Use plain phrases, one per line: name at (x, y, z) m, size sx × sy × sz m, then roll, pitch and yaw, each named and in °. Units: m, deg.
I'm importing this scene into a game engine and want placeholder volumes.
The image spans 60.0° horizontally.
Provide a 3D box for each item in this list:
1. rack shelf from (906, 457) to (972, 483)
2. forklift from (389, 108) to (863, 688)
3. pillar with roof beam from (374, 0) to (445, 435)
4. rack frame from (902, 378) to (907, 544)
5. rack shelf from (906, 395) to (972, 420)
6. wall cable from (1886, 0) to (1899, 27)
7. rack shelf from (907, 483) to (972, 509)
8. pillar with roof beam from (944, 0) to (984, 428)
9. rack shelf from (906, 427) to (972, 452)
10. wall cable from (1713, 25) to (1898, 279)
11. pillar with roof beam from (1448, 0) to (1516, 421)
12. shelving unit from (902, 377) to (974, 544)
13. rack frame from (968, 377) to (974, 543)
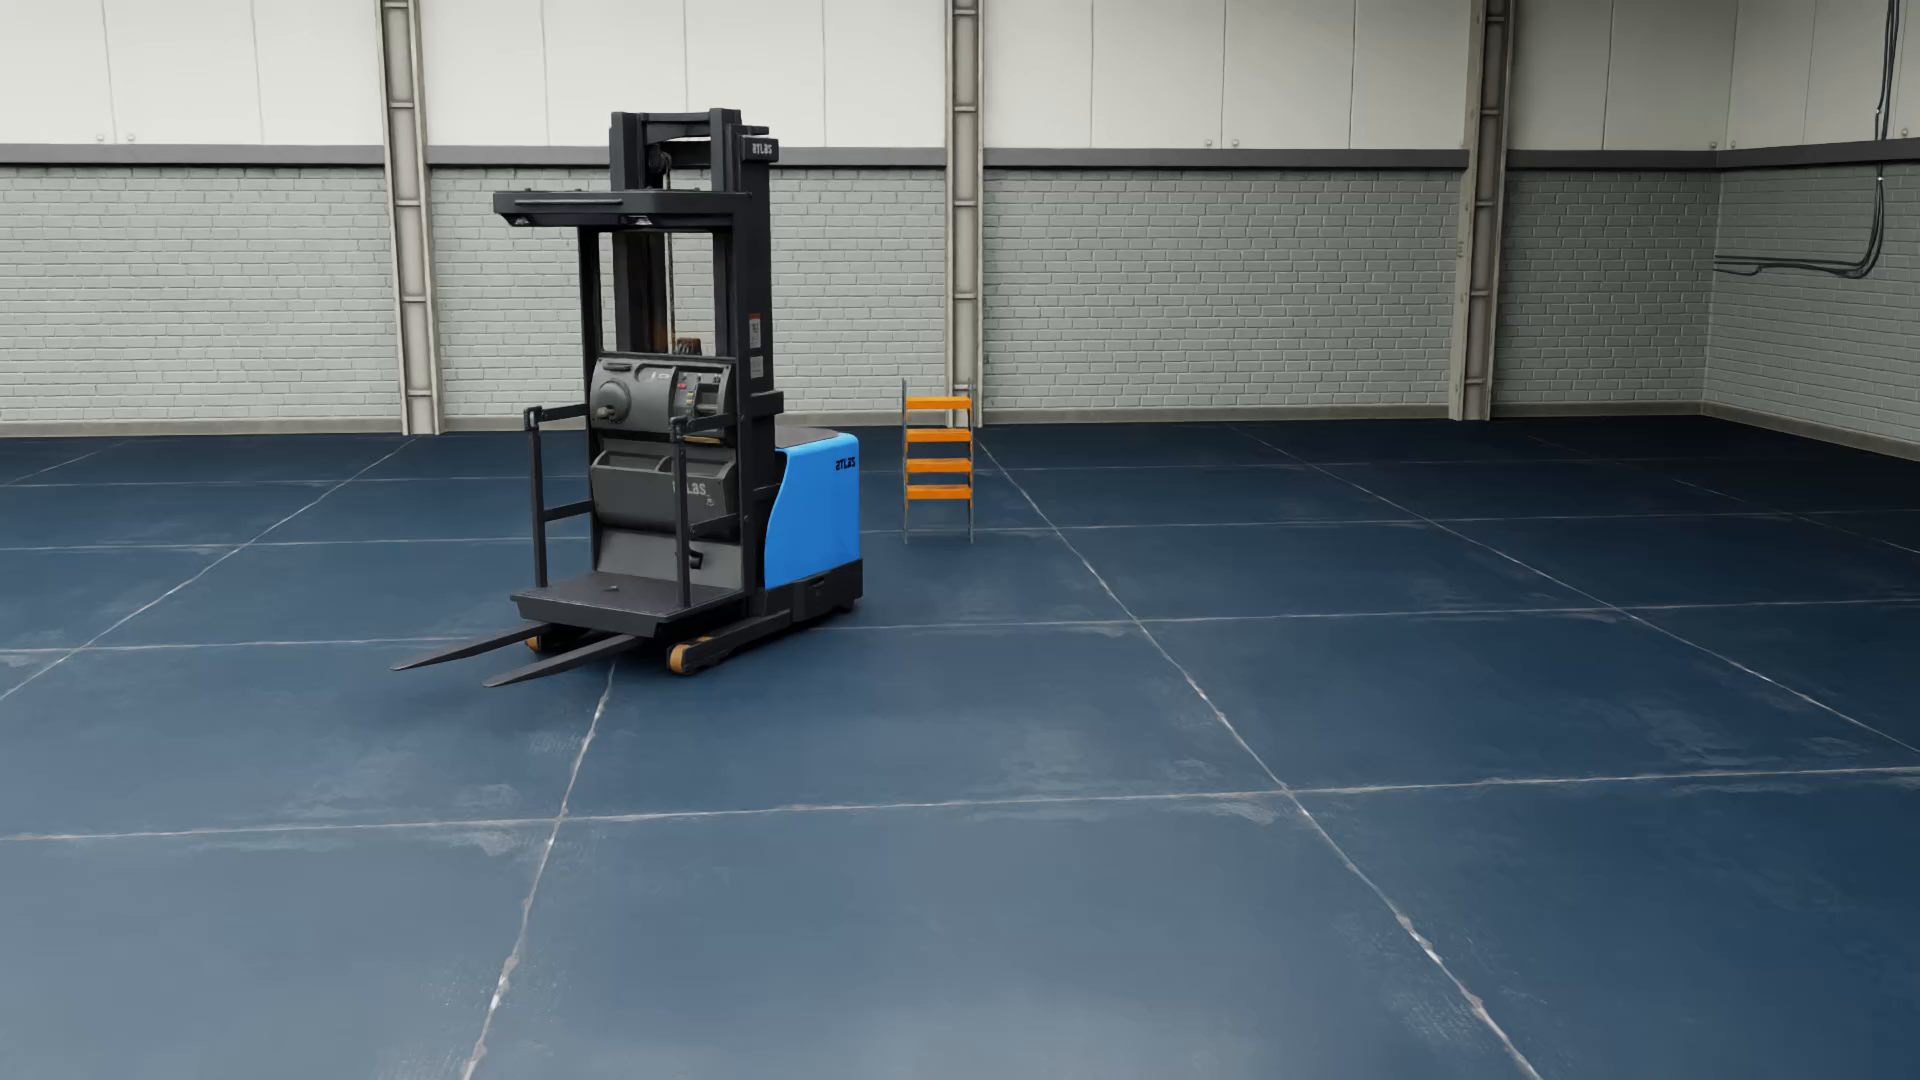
rack shelf at (-0.165, -0.519, 12.248) m, size 0.480 × 0.148 × 0.258 m, roll -1°, pitch 11°, yaw -6°
forklift at (-1.750, -0.825, 8.964) m, size 1.130 × 2.935 × 3.031 m, roll 6°, pitch 13°, yaw 28°
pillar with roof beam at (-5.456, -4.770, 13.304) m, size 0.400 × 9.000 × 9.100 m, roll -1°, pitch 11°, yaw -6°
rack frame at (-0.407, -0.580, 12.209) m, size 0.015 × 1.200 × 0.240 m, roll -1°, pitch 11°, yaw -6°
rack shelf at (-0.165, -0.971, 12.159) m, size 0.480 × 0.148 × 0.258 m, roll -1°, pitch 11°, yaw -6°
wall cable at (9.373, -6.089, 14.970) m, size 0.112 × 2.526 × 3.097 m, roll -1°, pitch 11°, yaw -6°
rack shelf at (-0.165, -0.324, 12.286) m, size 0.480 × 0.148 × 0.258 m, roll -1°, pitch 11°, yaw -6°
pillar with roof beam at (0.509, -4.895, 13.939) m, size 0.400 × 9.000 × 9.100 m, roll -1°, pitch 11°, yaw -6°
rack shelf at (-0.165, -0.739, 12.205) m, size 0.480 × 0.148 × 0.258 m, roll -1°, pitch 11°, yaw -6°
wall cable at (9.081, -4.130, 18.096) m, size 0.112 × 2.526 × 3.097 m, roll -1°, pitch 11°, yaw -6°
pillar with roof beam at (6.474, -5.020, 14.575) m, size 0.400 × 9.000 × 9.100 m, roll -1°, pitch 11°, yaw -6°
shelving unit at (-0.165, -0.585, 12.235) m, size 0.503 × 1.200 × 0.258 m, roll -1°, pitch 11°, yaw -6°
rack frame at (0.078, -0.590, 12.261) m, size 0.015 × 1.200 × 0.240 m, roll -1°, pitch 11°, yaw -6°
